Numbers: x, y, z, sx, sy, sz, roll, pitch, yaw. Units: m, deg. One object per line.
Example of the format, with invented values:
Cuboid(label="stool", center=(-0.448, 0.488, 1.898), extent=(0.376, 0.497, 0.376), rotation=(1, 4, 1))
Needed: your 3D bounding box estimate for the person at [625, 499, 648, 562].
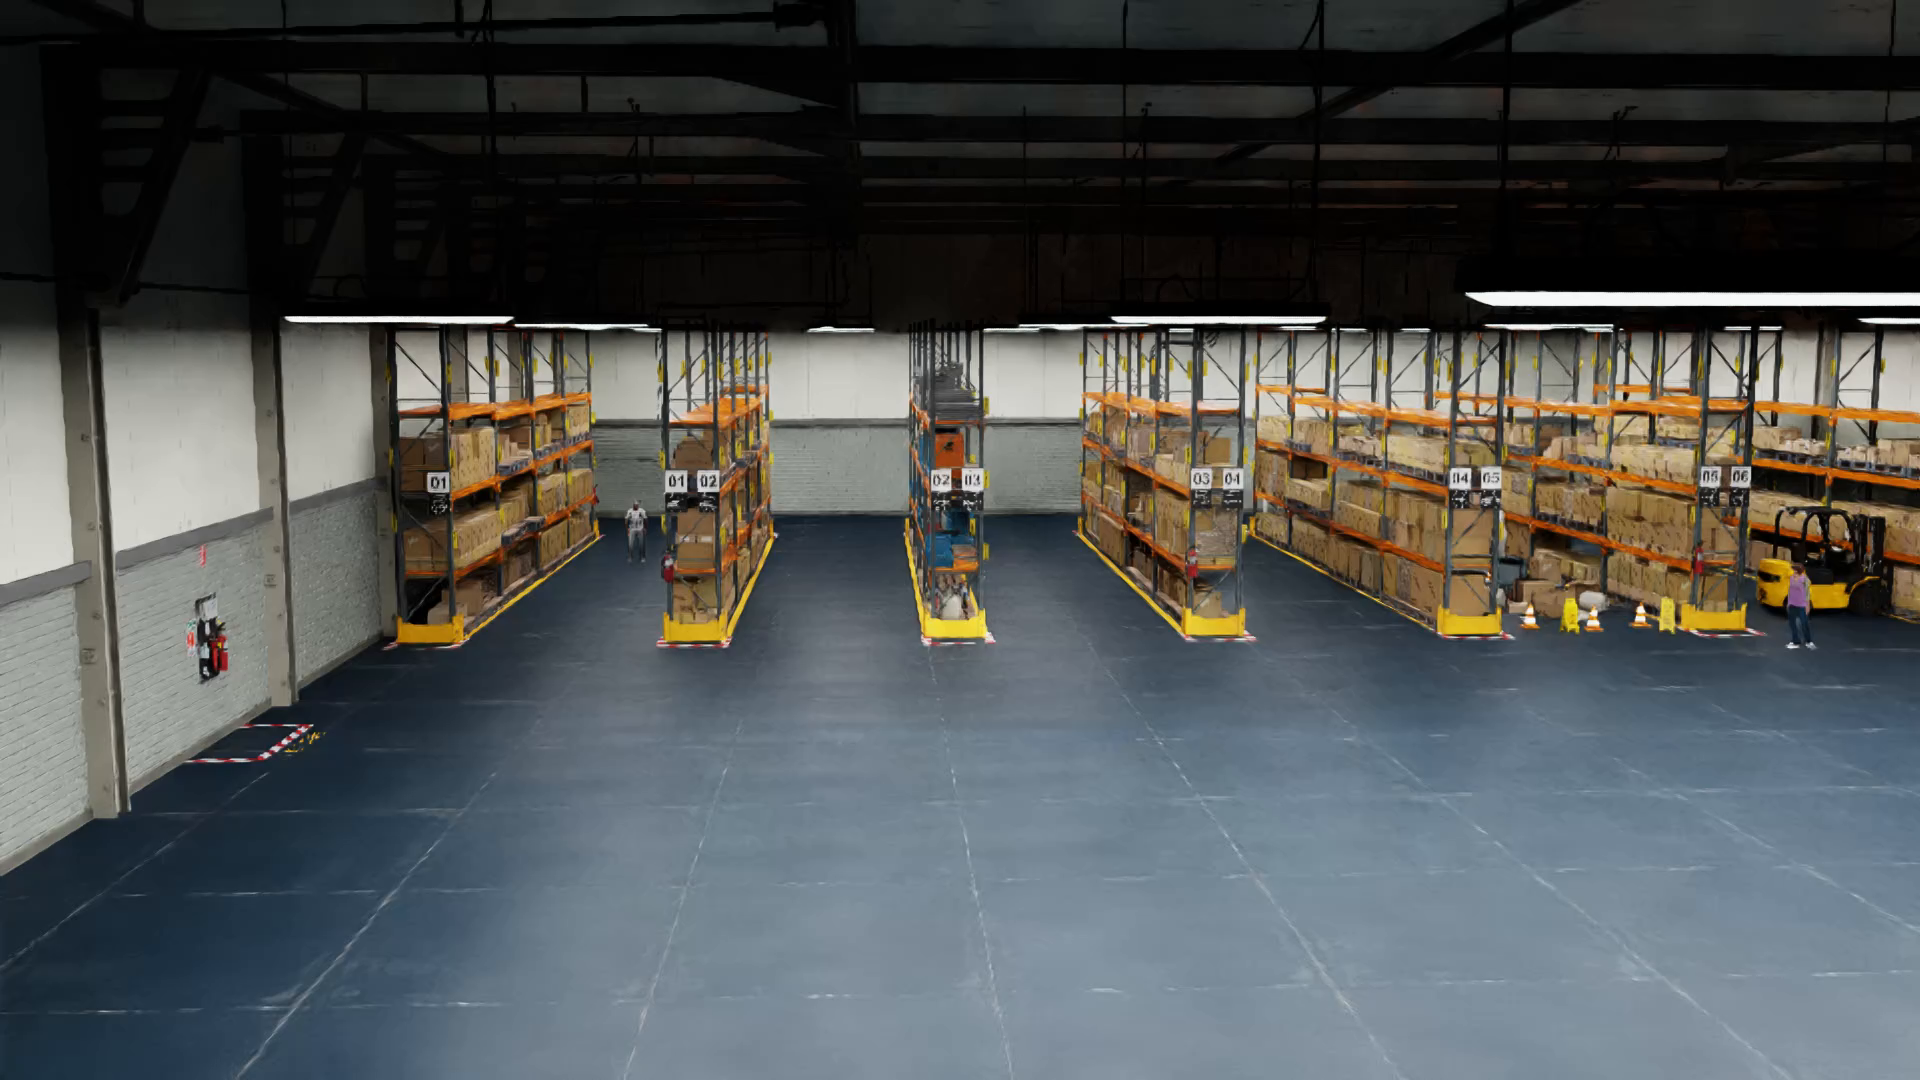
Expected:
Cuboid(label="person", center=(-8.144, -0.249, 41.903), extent=(0.592, 1.629, 0.531), rotation=(-1, 7, -6))

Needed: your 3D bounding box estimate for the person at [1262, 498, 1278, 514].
Cuboid(label="person", center=(9.551, -1.429, 51.017), extent=(0.629, 1.715, 1.017), rotation=(3, 8, 20))

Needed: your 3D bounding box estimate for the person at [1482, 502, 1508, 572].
Cuboid(label="person", center=(12.797, -0.056, 39.674), extent=(0.597, 1.746, 0.668), rotation=(3, 7, 20))

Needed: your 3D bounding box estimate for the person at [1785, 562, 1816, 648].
Cuboid(label="person", center=(15.406, 1.190, 30.439), extent=(0.479, 1.588, 0.513), rotation=(-3, 8, -26))
